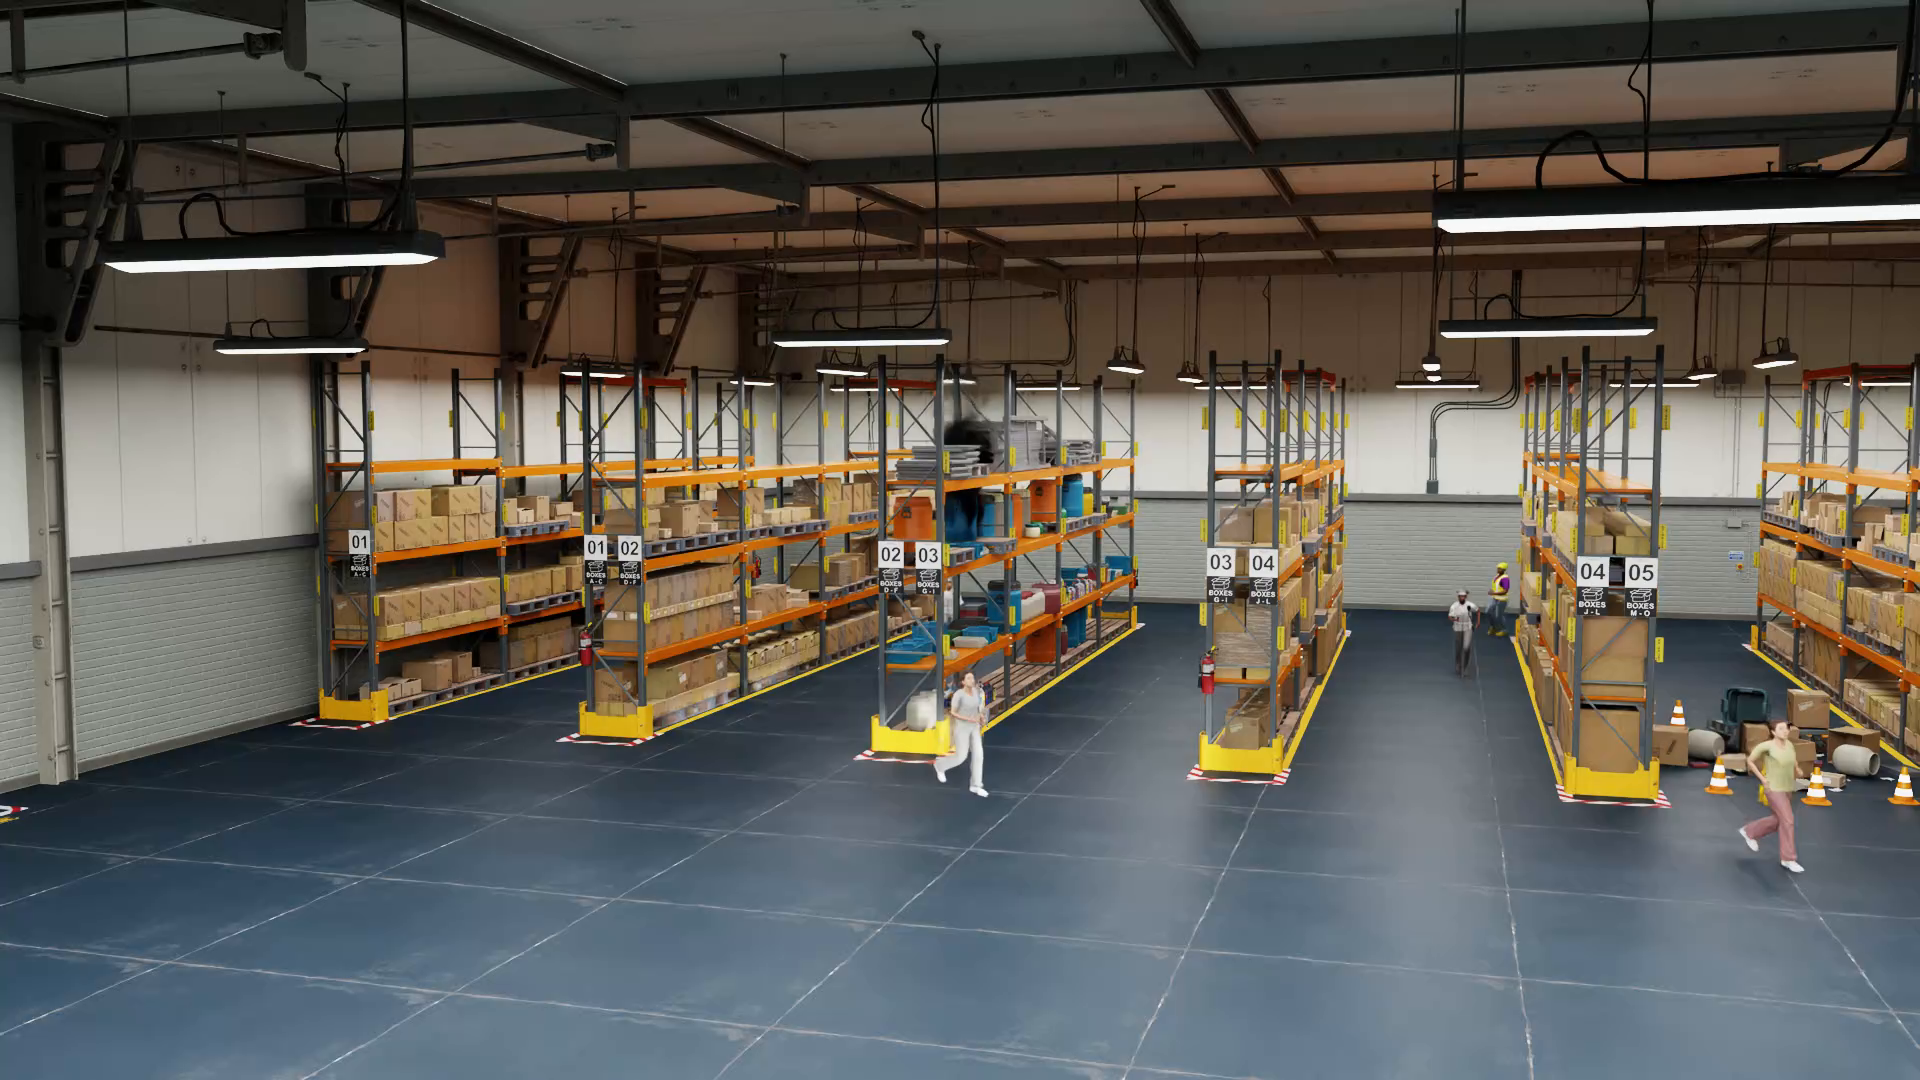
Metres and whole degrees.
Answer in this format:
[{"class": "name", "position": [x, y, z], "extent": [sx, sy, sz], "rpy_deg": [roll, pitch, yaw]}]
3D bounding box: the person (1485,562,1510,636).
[{"class": "person", "position": [12.514, 1.385, 38.570], "extent": [0.641, 1.758, 0.696], "rpy_deg": [-1, 4, -14]}]

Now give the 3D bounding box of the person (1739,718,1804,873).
[{"class": "person", "position": [9.213, 2.833, 18.781], "extent": [0.568, 1.675, 0.863], "rpy_deg": [-2, 4, -22]}]

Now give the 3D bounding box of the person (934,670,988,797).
[{"class": "person", "position": [0.061, 2.577, 22.468], "extent": [0.577, 1.671, 0.902], "rpy_deg": [-4, 6, -43]}]

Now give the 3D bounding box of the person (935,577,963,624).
[{"class": "person", "position": [-0.243, 1.608, 35.963], "extent": [0.612, 1.648, 0.573], "rpy_deg": [0, 4, 5]}]

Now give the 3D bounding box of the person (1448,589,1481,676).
[{"class": "person", "position": [9.963, 1.815, 32.870], "extent": [0.586, 1.733, 0.878], "rpy_deg": [2, 4, 23]}]
